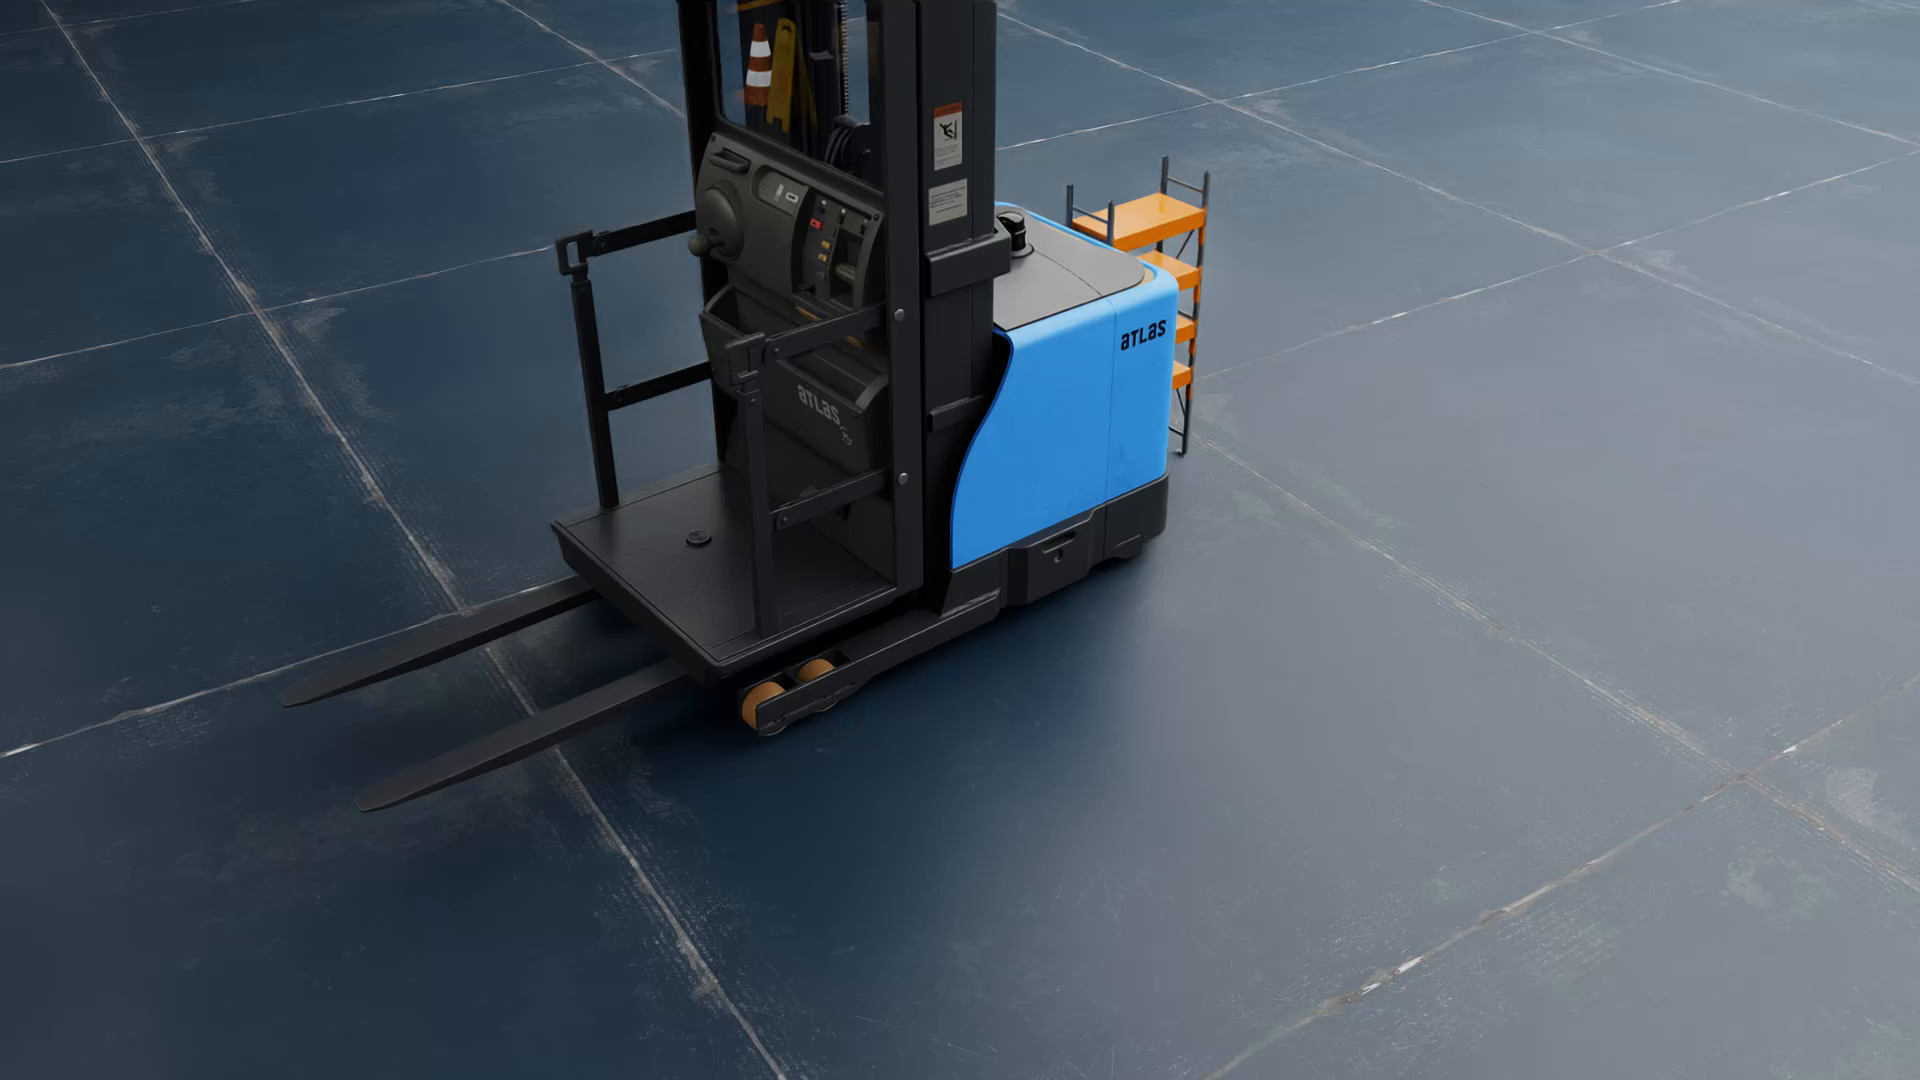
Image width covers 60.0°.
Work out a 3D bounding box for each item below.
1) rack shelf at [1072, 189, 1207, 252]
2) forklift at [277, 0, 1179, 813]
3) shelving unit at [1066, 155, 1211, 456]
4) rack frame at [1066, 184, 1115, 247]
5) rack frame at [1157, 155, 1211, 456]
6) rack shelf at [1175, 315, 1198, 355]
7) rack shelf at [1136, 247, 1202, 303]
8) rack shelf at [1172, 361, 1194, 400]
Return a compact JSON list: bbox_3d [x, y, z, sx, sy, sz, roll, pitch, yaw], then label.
[{"bbox_3d":[0.660,-1.153,6.217,0.480,0.148,0.258,-23,39,-32],"label":"rack shelf"},{"bbox_3d":[-0.698,-0.939,4.992,3.031,2.935,1.130,-23,39,-32],"label":"forklift"},{"bbox_3d":[0.660,-0.821,6.427,0.503,1.200,0.258,-23,39,-32],"label":"shelving unit"},{"bbox_3d":[0.470,-0.739,6.297,0.015,1.200,0.240,-23,39,-32],"label":"rack frame"},{"bbox_3d":[0.850,-0.903,6.556,0.015,1.200,0.240,-23,39,-32],"label":"rack frame"},{"bbox_3d":[0.660,-0.764,6.463,0.480,0.148,0.258,-23,39,-32],"label":"rack shelf"},{"bbox_3d":[0.660,-0.953,6.343,0.480,0.148,0.258,-23,39,-32],"label":"rack shelf"},{"bbox_3d":[0.660,-0.596,6.569,0.480,0.148,0.258,-23,39,-32],"label":"rack shelf"}]
